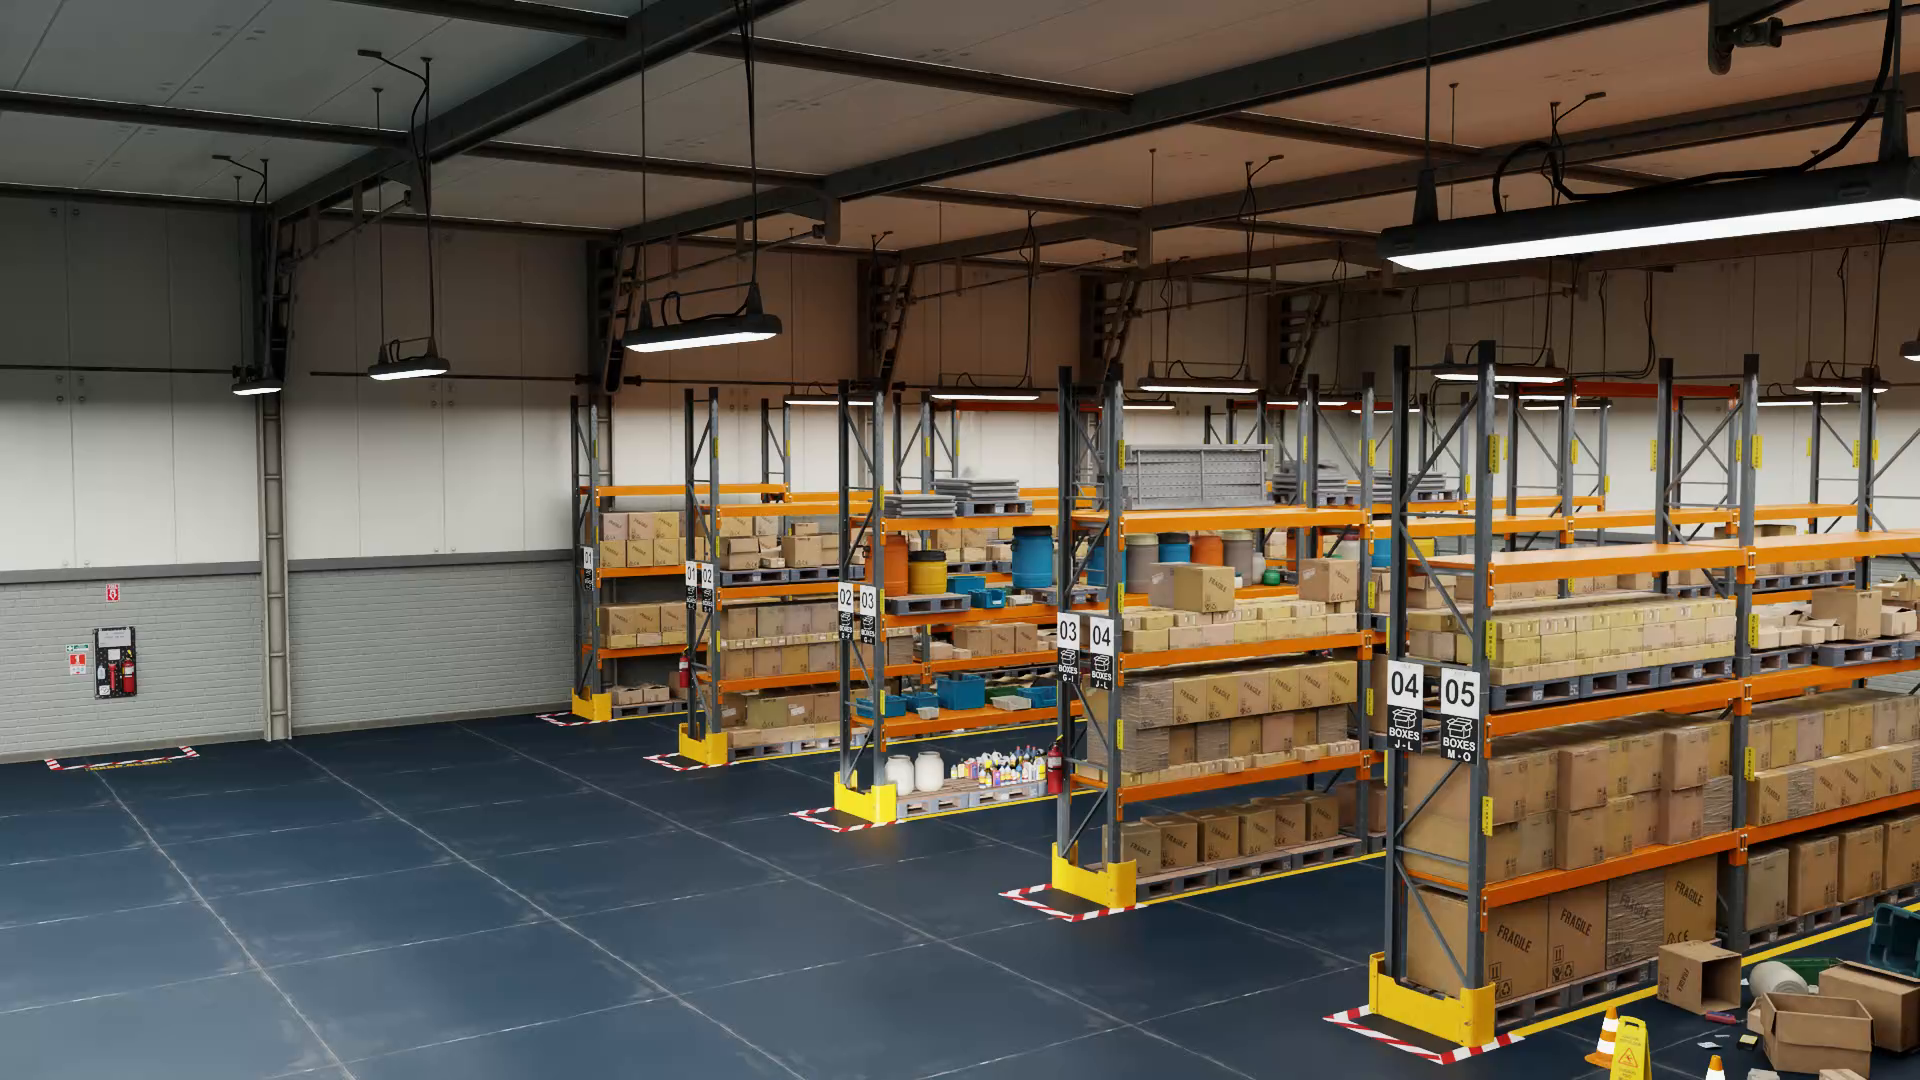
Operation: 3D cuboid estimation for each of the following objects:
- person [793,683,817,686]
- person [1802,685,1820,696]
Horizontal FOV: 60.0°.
[{"bbox_3d":[-2.785,2.446,30.562,0.655,1.748,0.697,3,5,43],"label":"person"},{"bbox_3d":[12.214,2.885,23.924,0.774,1.700,0.620,-3,4,-38],"label":"person"}]
